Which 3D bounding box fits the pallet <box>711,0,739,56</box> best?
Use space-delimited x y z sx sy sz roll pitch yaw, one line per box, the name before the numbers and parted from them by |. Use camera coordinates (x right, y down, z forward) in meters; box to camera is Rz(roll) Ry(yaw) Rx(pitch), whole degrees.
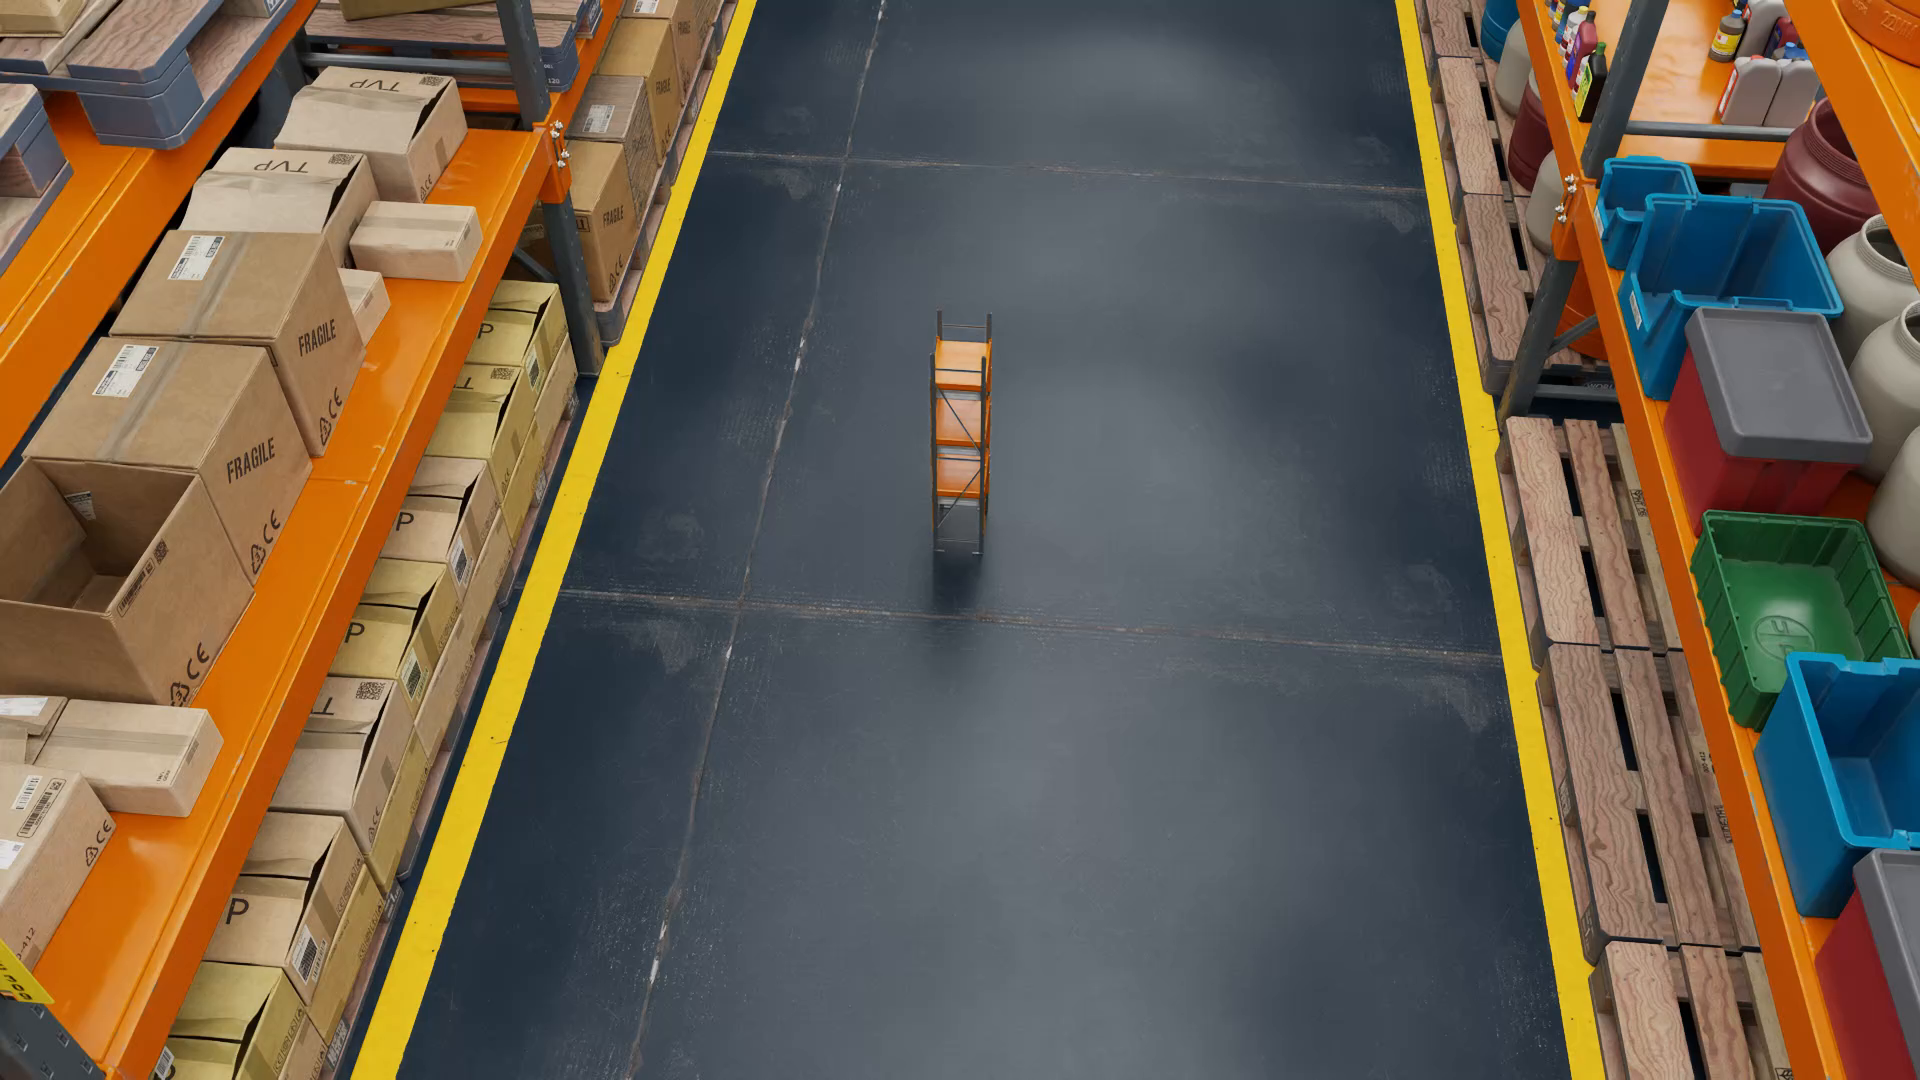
pallet | -1.774 -3.214 9.546 1.003 0.211 1.213 4 48 4

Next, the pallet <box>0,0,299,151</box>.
pallet | -2.174 -1.438 4.127 1.003 0.211 1.213 6 48 5

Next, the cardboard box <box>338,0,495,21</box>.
cardboard box | -2.157 -2.461 6.616 0.700 0.500 0.500 -11 48 -10

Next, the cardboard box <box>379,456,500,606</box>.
cardboard box | -1.995 -0.064 5.975 0.500 0.311 0.500 4 48 3

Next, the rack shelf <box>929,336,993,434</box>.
rack shelf | 0.005 -0.578 6.197 0.215 0.259 0.240 4 48 4

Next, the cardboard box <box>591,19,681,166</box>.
cardboard box | -1.683 -2.189 8.115 0.500 0.500 0.500 3 48 3

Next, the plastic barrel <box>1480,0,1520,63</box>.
plastic barrel | 3.063 -2.934 8.538 0.600 0.901 0.708 4 48 4

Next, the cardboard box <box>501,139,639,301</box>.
cardboard box | -1.776 -1.436 7.426 0.500 0.500 0.500 6 48 5

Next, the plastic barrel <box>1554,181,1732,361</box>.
plastic barrel | 2.858 -1.250 7.046 0.600 0.830 0.708 4 48 4

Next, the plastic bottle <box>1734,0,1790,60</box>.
plastic bottle | 3.234 -2.074 6.698 0.152 0.276 0.135 4 48 4

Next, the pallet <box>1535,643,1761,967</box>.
pallet | 2.607 0.922 5.764 1.003 0.211 1.213 4 48 4

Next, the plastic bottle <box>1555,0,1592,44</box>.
plastic bottle | 2.510 -2.158 6.779 0.097 0.271 0.097 0 48 0

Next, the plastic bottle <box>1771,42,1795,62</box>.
plastic bottle | 3.238 -1.864 6.557 0.097 0.201 0.097 0 48 0

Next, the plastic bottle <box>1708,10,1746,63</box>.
plastic bottle | 3.108 -2.044 6.721 0.097 0.201 0.097 0 48 0

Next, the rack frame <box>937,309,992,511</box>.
rack frame | 0.016 -0.483 6.481 0.200 1.050 0.008 4 48 4

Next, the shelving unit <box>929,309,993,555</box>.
shelving unit | 0.005 -0.394 6.399 0.215 1.050 0.252 4 48 4

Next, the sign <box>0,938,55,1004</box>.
sign | -1.914 0.841 3.308 0.100 0.325 0.005 4 48 4

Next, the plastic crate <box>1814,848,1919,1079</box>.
plastic crate | 2.205 1.062 3.703 0.402 0.464 0.583 4 48 4

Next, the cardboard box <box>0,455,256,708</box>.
cardboard box | -2.333 0.140 4.522 0.500 0.500 0.500 7 48 6

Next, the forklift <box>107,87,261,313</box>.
forklift | -4.338 -2.295 6.862 1.130 2.935 3.031 3 48 3

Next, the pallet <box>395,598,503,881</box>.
pallet | -2.330 0.622 6.038 1.003 0.211 1.213 4 48 4

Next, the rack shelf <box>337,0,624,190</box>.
rack shelf | -1.920 -3.043 7.987 1.077 0.370 4.000 4 48 4

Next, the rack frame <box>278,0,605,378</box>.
rack frame | -2.102 -1.816 6.378 1.000 3.000 0.127 4 48 4

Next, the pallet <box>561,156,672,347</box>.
pallet | -1.997 -1.421 7.906 1.003 0.211 1.213 4 48 4

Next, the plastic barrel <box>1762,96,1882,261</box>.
plastic barrel | 3.089 -1.164 5.690 0.600 0.536 0.708 4 48 4

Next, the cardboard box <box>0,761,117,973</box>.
cardboard box | -2.466 0.810 4.078 0.500 0.250 0.500 7 48 6

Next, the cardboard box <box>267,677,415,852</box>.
cardboard box | -2.084 0.686 5.289 0.500 0.311 0.500 2 48 2

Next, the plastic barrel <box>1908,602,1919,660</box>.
plastic barrel | 2.838 0.186 4.455 0.433 0.535 0.433 0 48 0

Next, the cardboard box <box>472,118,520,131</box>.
cardboard box | -2.251 -1.824 7.781 0.500 0.500 0.500 6 48 5

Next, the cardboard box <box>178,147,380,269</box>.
cardboard box | -2.377 -1.141 5.822 0.500 0.311 0.500 3 48 3

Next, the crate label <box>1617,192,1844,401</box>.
crate label | 2.470 -0.780 5.406 0.502 0.435 0.616 4 48 4

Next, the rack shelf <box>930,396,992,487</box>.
rack shelf | 0.005 -0.386 6.406 0.215 0.259 0.240 4 48 4

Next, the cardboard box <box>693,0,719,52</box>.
cardboard box | -1.597 -2.947 8.808 0.500 0.500 0.500 4 48 4

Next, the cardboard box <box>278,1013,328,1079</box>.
cardboard box | -2.183 1.630 4.805 0.500 0.250 0.500 3 48 3

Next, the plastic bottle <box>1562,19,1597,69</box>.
plastic bottle | 2.492 -1.992 6.674 0.097 0.201 0.097 0 48 0

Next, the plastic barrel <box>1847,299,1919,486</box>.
plastic barrel | 2.911 -0.438 5.042 0.421 0.512 0.421 0 48 0

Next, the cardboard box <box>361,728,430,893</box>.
cardboard box | -2.091 0.874 5.497 0.500 0.250 0.500 3 48 2

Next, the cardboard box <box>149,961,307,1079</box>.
cardboard box | -2.181 1.434 4.605 0.500 0.311 0.500 4 48 4

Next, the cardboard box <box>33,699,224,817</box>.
cardboard box | -2.183 0.571 4.365 0.380 0.149 0.250 4 48 4

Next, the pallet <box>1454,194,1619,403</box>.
pallet | 2.860 -1.121 7.632 1.003 0.211 1.213 4 48 4

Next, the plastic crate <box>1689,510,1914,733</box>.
plastic crate | 2.343 0.232 4.648 0.450 0.188 0.662 4 48 4

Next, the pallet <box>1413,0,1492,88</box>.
pallet | 3.083 -2.914 9.272 1.003 0.211 1.213 4 48 4

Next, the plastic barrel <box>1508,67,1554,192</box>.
plastic barrel | 2.961 -1.998 7.894 0.600 0.588 0.708 4 48 4

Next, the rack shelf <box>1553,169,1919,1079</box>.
rack shelf | 2.648 0.233 4.992 1.077 0.370 4.000 4 48 4

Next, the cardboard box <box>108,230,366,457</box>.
cardboard box | -2.239 -0.615 5.212 0.500 0.500 0.500 2 48 1

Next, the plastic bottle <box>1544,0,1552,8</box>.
plastic bottle | 2.536 -2.349 7.001 0.097 0.201 0.097 0 48 0

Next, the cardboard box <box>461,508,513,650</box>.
cardboard box | -2.000 0.122 6.184 0.500 0.250 0.500 5 48 4

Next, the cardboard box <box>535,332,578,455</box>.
cardboard box | -1.907 -0.626 6.869 0.500 0.250 0.500 5 48 4

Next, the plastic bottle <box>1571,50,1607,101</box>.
plastic bottle | 2.471 -1.822 6.519 0.097 0.201 0.097 0 48 0

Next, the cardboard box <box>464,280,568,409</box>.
cardboard box | -1.905 -0.817 6.663 0.500 0.311 0.500 5 48 5

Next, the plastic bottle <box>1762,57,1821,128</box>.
plastic bottle | 3.191 -1.734 6.387 0.152 0.276 0.135 4 48 4
